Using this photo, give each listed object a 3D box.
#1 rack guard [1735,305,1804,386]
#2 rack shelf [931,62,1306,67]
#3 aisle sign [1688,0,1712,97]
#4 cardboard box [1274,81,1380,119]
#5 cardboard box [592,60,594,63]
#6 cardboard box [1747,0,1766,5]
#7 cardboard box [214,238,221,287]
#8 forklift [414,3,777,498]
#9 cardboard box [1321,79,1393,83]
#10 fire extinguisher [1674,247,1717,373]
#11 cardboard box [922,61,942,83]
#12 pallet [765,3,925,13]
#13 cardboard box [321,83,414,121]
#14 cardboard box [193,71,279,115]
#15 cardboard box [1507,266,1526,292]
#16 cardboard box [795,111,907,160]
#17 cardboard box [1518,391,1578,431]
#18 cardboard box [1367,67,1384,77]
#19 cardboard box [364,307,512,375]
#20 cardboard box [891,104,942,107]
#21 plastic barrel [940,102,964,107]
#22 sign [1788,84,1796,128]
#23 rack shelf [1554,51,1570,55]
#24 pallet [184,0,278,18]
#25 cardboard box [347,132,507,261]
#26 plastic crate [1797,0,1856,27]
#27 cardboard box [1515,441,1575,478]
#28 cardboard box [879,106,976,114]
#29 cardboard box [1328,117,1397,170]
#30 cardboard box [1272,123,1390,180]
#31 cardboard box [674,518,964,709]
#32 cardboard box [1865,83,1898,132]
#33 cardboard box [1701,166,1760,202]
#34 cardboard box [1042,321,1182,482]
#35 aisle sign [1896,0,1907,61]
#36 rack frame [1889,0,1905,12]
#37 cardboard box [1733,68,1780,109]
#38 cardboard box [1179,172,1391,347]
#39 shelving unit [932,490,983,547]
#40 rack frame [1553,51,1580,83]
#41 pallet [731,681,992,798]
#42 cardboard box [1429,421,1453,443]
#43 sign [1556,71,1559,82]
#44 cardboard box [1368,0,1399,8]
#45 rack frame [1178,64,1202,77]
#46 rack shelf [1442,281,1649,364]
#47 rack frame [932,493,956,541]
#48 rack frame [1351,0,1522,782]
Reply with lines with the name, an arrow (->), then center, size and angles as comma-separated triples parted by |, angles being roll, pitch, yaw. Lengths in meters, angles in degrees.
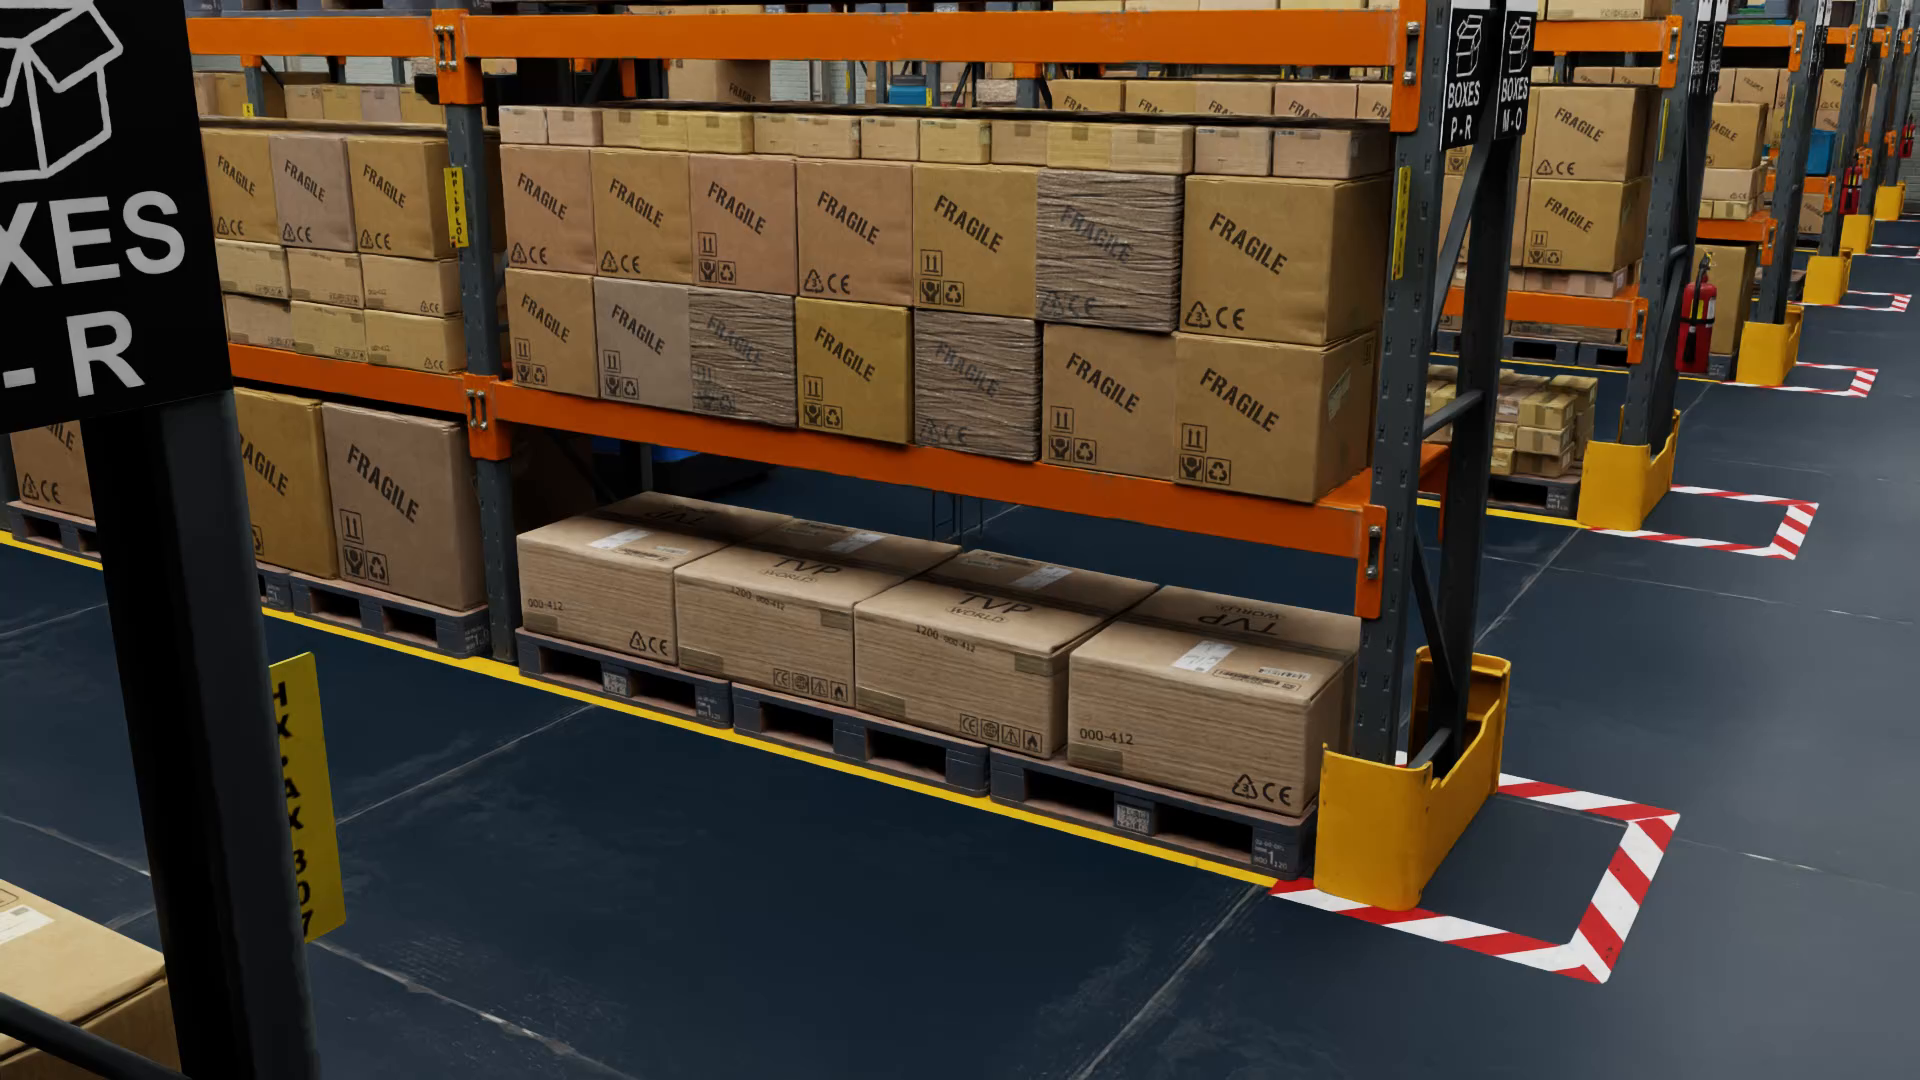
rack guard -> 6.798, -1.649, 13.950 | 0.348, 0.500, 1.175 | 10, 20, 30
rack shelf -> 1.665, -4.852, 16.271 | 4.000, 0.370, 1.077 | 10, 20, 30
aisle sign -> 4.001, -2.794, 8.946 | 0.004, 0.787, 0.394 | 10, 20, 30
cardboard box -> 2.244, -2.546, 10.197 | 0.500, 0.500, 0.500 | 9, 19, 28
cardboard box -> -3.975, -5.343, 19.405 | 0.500, 0.500, 0.500 | 10, 20, 30
cardboard box -> 10.544, -7.072, 21.739 | 0.500, 0.250, 0.500 | 10, 20, 30
cardboard box -> -3.639, -1.402, 8.234 | 0.500, 0.250, 0.500 | 11, 20, 31
forklift -> -2.685, -1.925, 10.674 | 3.031, 2.935, 1.130 | 11, 20, 32
cardboard box -> 2.552, -2.675, 10.621 | 0.500, 0.500, 0.500 | 9, 19, 28
fire extinguisher -> 4.069, -1.268, 9.168 | 0.183, 0.674, 0.296 | 10, 20, 30
cardboard box -> -0.351, -8.166, 28.701 | 0.500, 0.500, 0.700 | 10, 20, 30
pallet -> -0.668, -3.867, 12.112 | 1.003, 0.211, 1.213 | 10, 20, 30
cardboard box -> -5.264, -3.835, 14.954 | 0.500, 0.500, 0.700 | 10, 19, 29
cardboard box -> -6.955, -4.169, 15.828 | 0.550, 0.550, 0.875 | 10, 20, 30
cardboard box -> 3.257, -1.577, 9.843 | 0.250, 0.149, 0.380 | 10, 20, 30
cardboard box -> -0.396, -1.491, 6.119 | 0.250, 0.149, 0.380 | 10, 20, 30
cardboard box -> 3.512, -0.775, 9.930 | 0.250, 0.149, 0.380 | 10, 20, 31
cardboard box -> 7.428, -8.360, 29.696 | 0.250, 0.149, 0.380 | 7, 18, 23
cardboard box -> -2.331, -0.937, 7.562 | 0.500, 0.250, 0.500 | 10, 19, 29
cardboard box -> -0.520, -4.387, 17.766 | 0.500, 0.500, 0.500 | 8, 18, 23
plastic barrel -> -0.155, -5.766, 22.968 | 0.433, 0.535, 0.433 | 0, 17, 0
sign -> 6.482, -3.384, 12.960 | 0.005, 0.325, 0.100 | 10, 20, 30
rack shelf -> 6.853, -7.305, 24.346 | 4.000, 0.370, 1.077 | 10, 20, 30
pallet -> -3.694, -2.702, 8.279 | 1.213, 0.211, 1.003 | 11, 20, 33
cardboard box -> -2.329, -1.535, 7.380 | 0.500, 0.500, 0.500 | 11, 20, 32
plastic crate -> 9.188, -5.576, 17.640 | 0.590, 0.269, 0.497 | 10, 20, 30
cardboard box -> 3.538, -0.501, 10.052 | 0.250, 0.149, 0.380 | 11, 20, 31
cardboard box -> -0.114, -1.628, 6.570 | 0.250, 0.149, 0.380 | 10, 20, 30
cardboard box -> 1.434, -1.353, 5.668 | 0.250, 0.149, 0.380 | 11, 20, 31
cardboard box -> 1.181, -1.236, 5.281 | 0.250, 0.149, 0.380 | 10, 20, 31
cardboard box -> -0.575, 0.280, 6.983 | 0.875, 0.438, 0.875 | 9, 19, 28
cardboard box -> 14.115, -6.748, 25.918 | 0.700, 0.700, 0.980 | 11, 20, 33
cardboard box -> 6.226, -2.927, 13.603 | 0.500, 0.250, 0.500 | 10, 19, 29
cardboard box -> 0.622, -0.530, 5.793 | 0.500, 0.500, 0.500 | 10, 19, 29
aisle sign -> 12.177, -6.608, 21.501 | 0.004, 0.787, 0.394 | 10, 20, 30
rack frame -> 11.966, -8.172, 20.801 | 0.127, 3.000, 1.000 | 10, 20, 30
cardboard box -> 10.567, -5.982, 22.020 | 0.500, 0.500, 0.500 | 11, 20, 32
cardboard box -> 1.056, -0.935, 5.406 | 0.500, 0.500, 0.500 | 11, 20, 32
shelving unit -> -0.012, -0.576, 9.214 | 0.189, 1.200, 0.258 | 10, 20, 30
rack frame -> 8.557, -5.910, 23.676 | 0.127, 3.000, 1.000 | 10, 20, 30
pallet -> -0.166, 0.652, 6.872 | 1.213, 0.211, 1.003 | 10, 20, 30
cardboard box -> 3.053, -0.703, 10.205 | 0.250, 0.149, 0.380 | 9, 19, 28
sign -> 8.270, -6.326, 23.054 | 0.005, 0.325, 0.100 | 10, 20, 30
cardboard box -> 2.716, -3.157, 9.711 | 0.500, 0.250, 0.500 | 11, 20, 32
rack frame -> 4.329, -8.354, 31.723 | 0.127, 3.000, 1.000 | 10, 20, 30
rack shelf -> 2.392, -1.596, 10.711 | 4.000, 0.370, 1.077 | 10, 20, 30
rack frame -> -0.090, -0.590, 9.260 | 0.006, 1.200, 0.240 | 10, 20, 30
rack frame -> 1.592, -0.394, 5.518 | 0.127, 3.000, 1.000 | 10, 20, 30
